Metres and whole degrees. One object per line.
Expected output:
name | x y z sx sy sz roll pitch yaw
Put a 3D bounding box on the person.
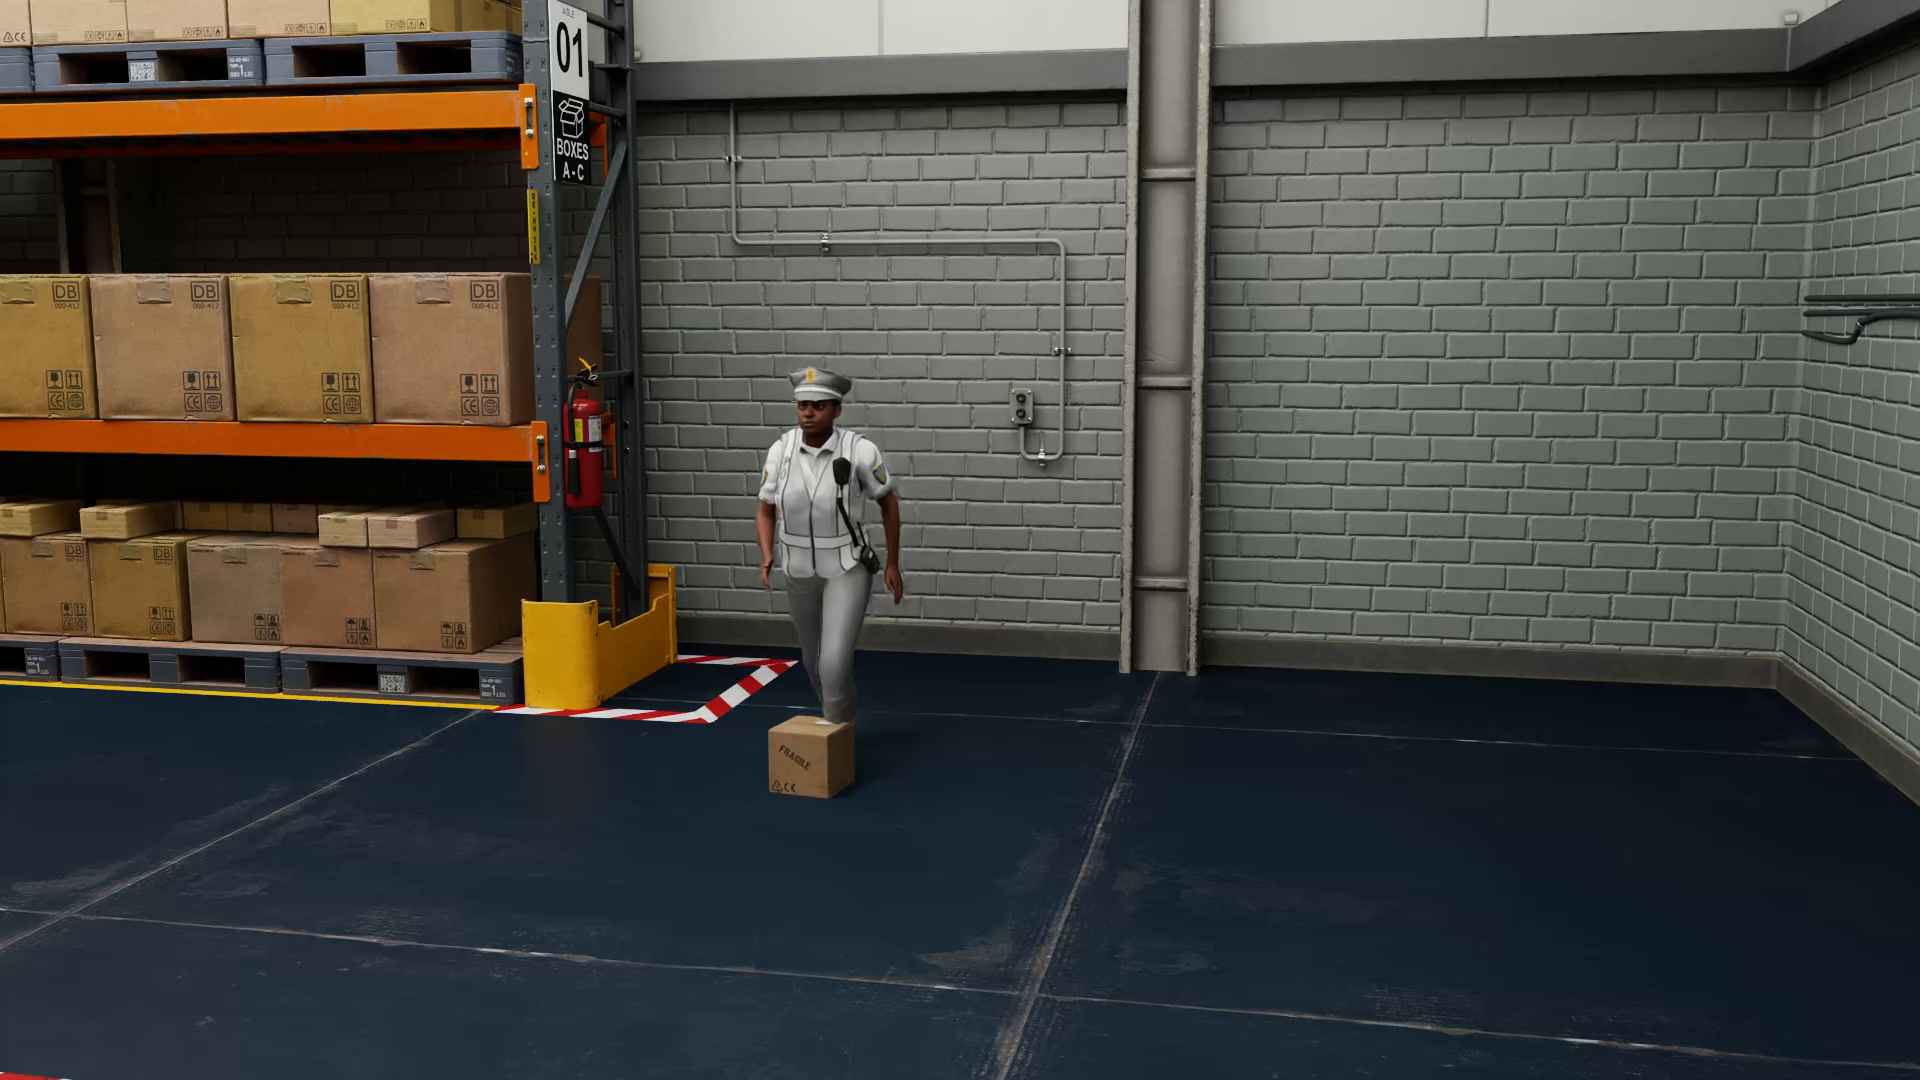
person | -6.346 0.472 3.324 9.534 1.827 10.882 3 9 18
